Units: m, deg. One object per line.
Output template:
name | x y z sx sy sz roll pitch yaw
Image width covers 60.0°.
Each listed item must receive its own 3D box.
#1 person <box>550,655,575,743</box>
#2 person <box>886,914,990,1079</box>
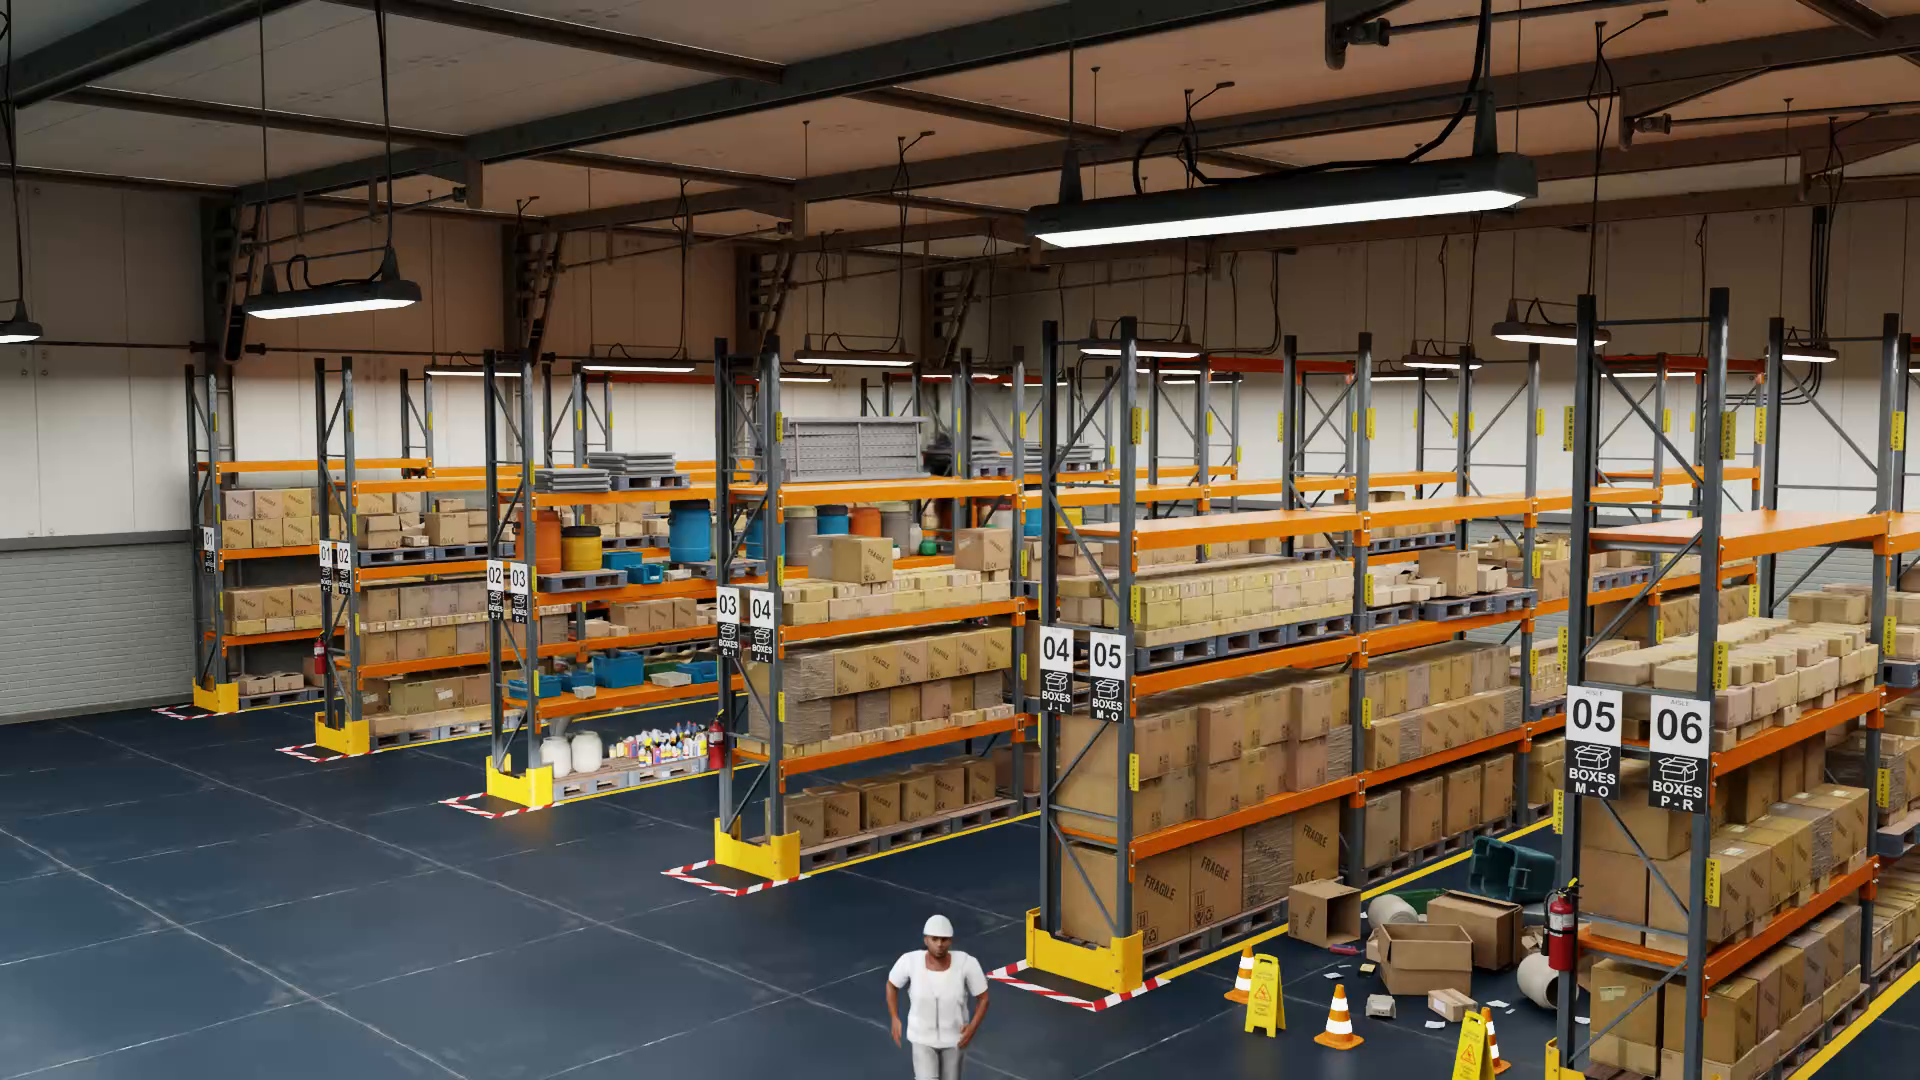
person | -5.749 2.487 24.359 0.558 1.649 0.592 3 5 37
person | -0.153 3.442 11.445 0.715 1.799 0.880 0 4 -2
